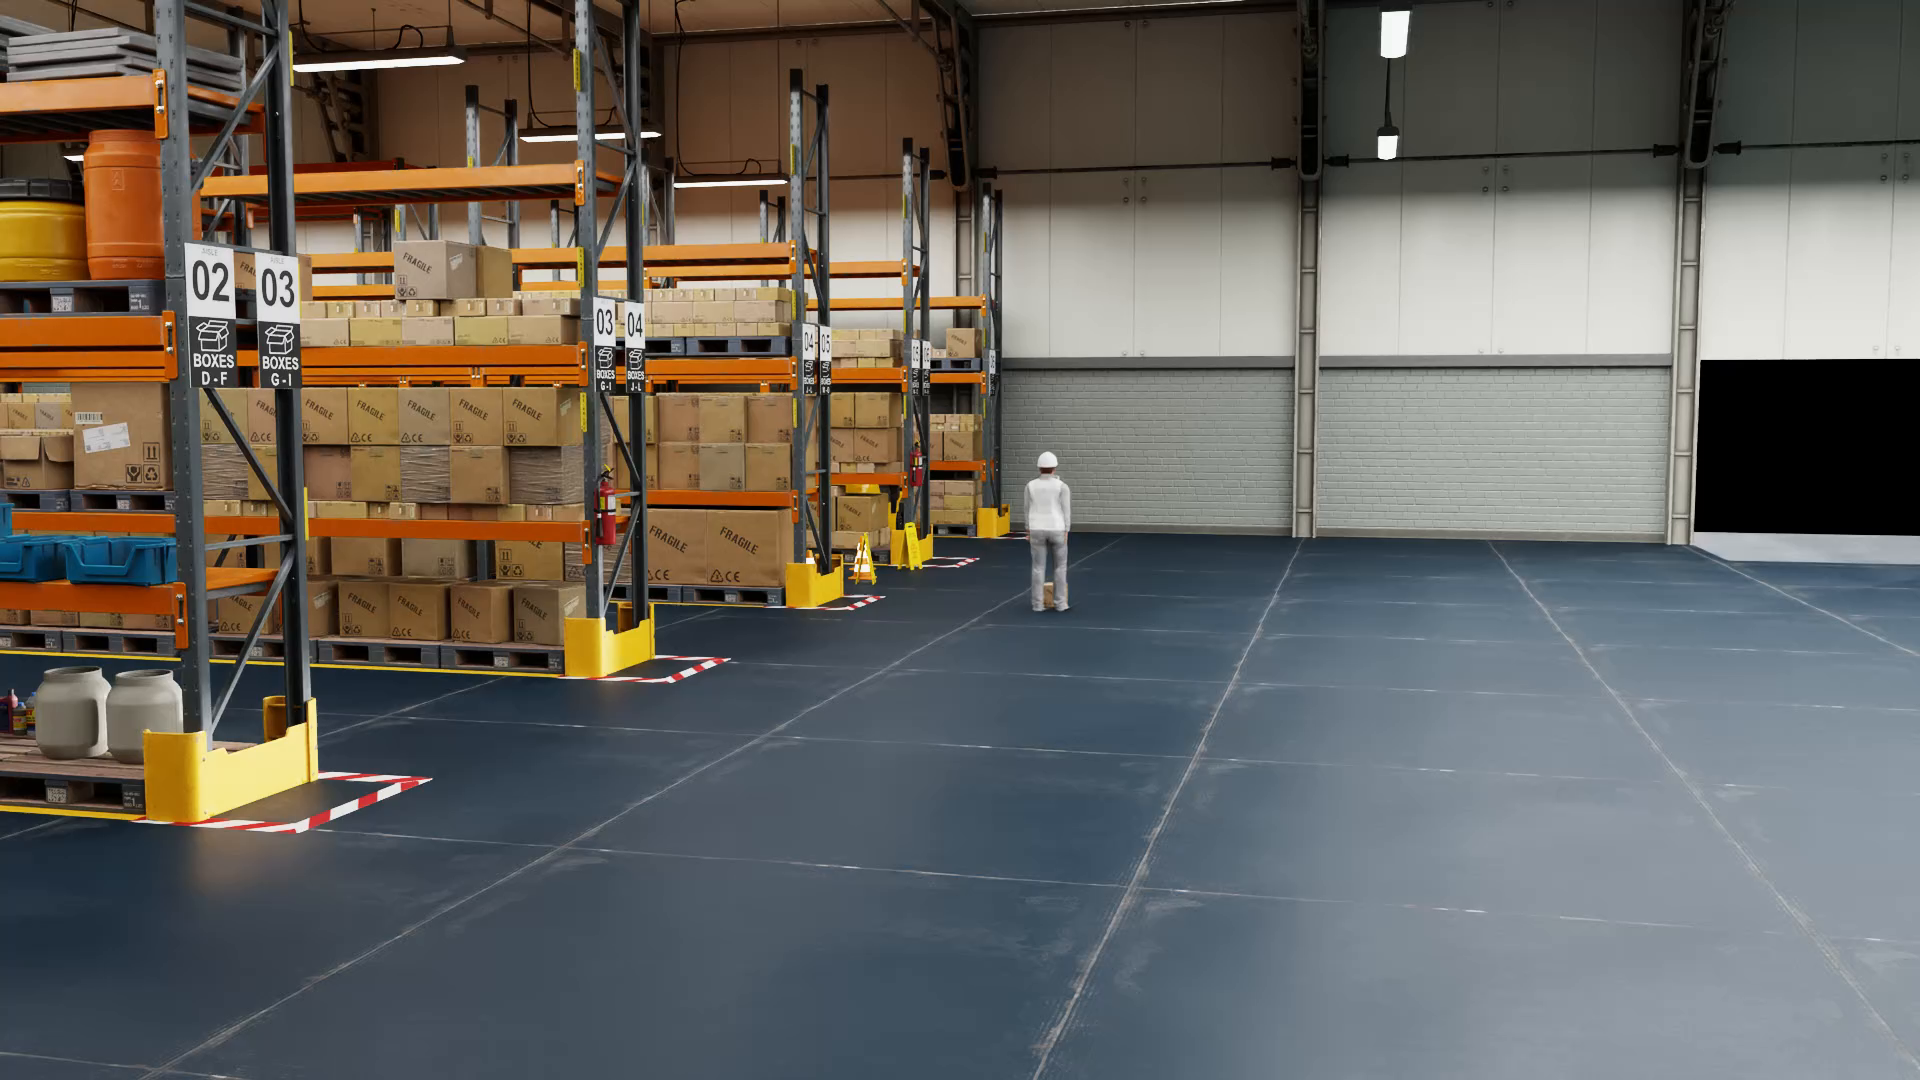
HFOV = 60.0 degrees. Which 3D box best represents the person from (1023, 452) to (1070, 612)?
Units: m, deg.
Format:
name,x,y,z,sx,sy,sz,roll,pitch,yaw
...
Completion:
name,x,y,z,sx,sy,sz,roll,pitch,yaw
person,0.970,-0.092,18.506,0.532,1.767,0.361,1,5,15
